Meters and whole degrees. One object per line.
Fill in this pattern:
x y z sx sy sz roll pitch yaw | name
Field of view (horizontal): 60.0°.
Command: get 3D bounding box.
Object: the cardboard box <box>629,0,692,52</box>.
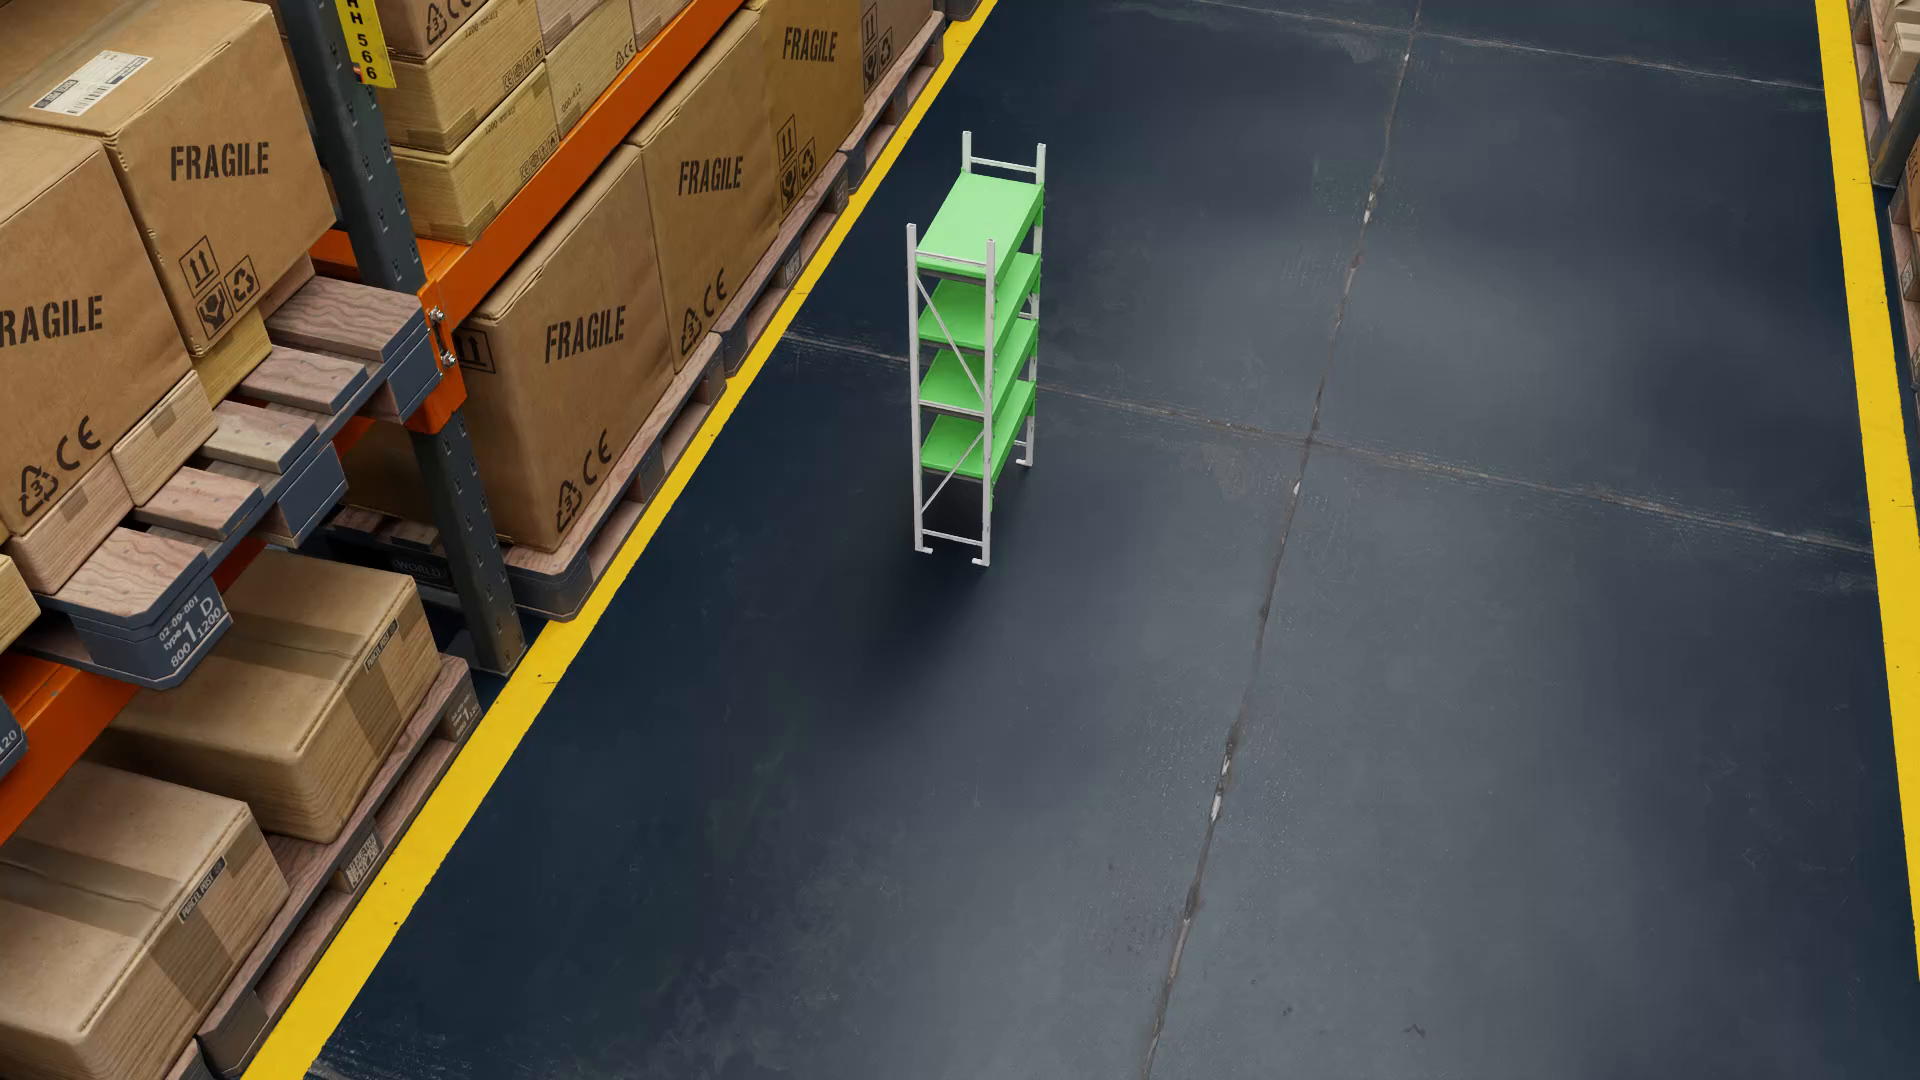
-1.081 -1.728 4.978 0.500 0.250 0.500 14 46 14 | cardboard box

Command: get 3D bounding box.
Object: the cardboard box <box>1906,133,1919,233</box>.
3.810 -1.413 6.036 0.500 0.500 0.500 14 46 14 | cardboard box

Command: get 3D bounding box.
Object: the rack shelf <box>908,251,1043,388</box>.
0.050 -0.665 4.820 0.258 0.148 0.480 13 46 13 | rack shelf

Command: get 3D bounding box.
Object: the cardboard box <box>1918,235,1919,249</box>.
3.658 -1.056 5.671 0.500 0.500 0.500 12 46 12 | cardboard box

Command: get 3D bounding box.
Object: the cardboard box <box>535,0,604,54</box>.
-1.226 -1.569 4.458 0.500 0.250 0.500 14 46 13 | cardboard box

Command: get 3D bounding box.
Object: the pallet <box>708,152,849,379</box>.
-1.090 -1.137 6.261 1.003 0.211 1.213 13 46 13 | pallet

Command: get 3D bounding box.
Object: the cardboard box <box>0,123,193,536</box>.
-1.791 -0.397 2.927 0.500 0.500 0.500 12 46 12 | cardboard box

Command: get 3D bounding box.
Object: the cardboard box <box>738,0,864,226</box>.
-0.938 -1.837 6.201 0.875 0.875 0.875 14 46 14 | cardboard box

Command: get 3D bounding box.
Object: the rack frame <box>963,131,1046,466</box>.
0.124 -0.702 5.109 0.240 1.200 0.015 13 46 13 | rack frame

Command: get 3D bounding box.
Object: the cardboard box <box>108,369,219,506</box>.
-1.693 -0.234 3.224 0.380 0.149 0.250 12 46 12 | cardboard box

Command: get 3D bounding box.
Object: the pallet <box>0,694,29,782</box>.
-2.332 0.583 2.647 1.003 0.211 1.213 13 46 13 | pallet

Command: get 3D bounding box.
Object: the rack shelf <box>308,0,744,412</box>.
-1.166 -1.890 5.551 1.077 0.370 4.000 13 46 13 | rack shelf

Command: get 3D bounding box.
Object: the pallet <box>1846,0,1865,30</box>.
4.748 -2.708 7.866 1.003 0.211 1.213 13 46 13 | pallet

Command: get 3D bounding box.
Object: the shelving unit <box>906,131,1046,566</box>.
0.050 -0.539 4.943 0.258 1.200 0.503 13 46 13 | shelving unit

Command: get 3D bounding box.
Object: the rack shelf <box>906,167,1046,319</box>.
0.050 -0.837 4.652 0.258 0.148 0.480 13 46 13 | rack shelf

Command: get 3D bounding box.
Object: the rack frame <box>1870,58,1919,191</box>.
4.171 -2.431 5.590 1.000 3.000 0.127 13 46 13 | rack frame

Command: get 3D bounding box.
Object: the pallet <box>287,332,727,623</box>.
-1.461 -0.327 5.433 1.003 0.211 1.213 13 46 13 | pallet

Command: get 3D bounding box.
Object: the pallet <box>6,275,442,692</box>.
-1.886 -0.248 3.495 1.213 0.211 1.003 13 46 13 | pallet

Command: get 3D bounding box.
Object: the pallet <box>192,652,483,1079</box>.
-2.010 0.703 4.380 1.003 0.211 1.213 13 46 13 | pallet

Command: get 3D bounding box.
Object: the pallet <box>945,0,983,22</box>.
-0.256 -2.974 8.138 1.003 0.211 1.213 13 46 13 | pallet

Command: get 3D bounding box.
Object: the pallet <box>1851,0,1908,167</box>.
4.380 -1.892 7.033 1.003 0.211 1.213 13 46 13 | pallet

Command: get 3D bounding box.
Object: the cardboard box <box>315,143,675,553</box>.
-1.484 -0.647 4.986 0.875 0.875 0.875 12 46 12 | cardboard box

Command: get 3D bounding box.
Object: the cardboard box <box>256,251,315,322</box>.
-1.647 -0.606 3.604 0.380 0.149 0.250 14 46 14 | cardboard box

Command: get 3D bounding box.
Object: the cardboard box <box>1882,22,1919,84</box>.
4.060 -1.996 6.883 0.380 0.149 0.250 11 45 11 | cardboard box

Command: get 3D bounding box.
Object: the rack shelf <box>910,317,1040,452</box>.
0.050 -0.494 4.988 0.258 0.148 0.480 13 46 13 | rack shelf

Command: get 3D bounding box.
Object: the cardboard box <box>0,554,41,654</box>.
-1.847 0.118 2.864 0.380 0.149 0.250 13 46 13 | cardboard box

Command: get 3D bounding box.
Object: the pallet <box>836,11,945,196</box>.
-0.722 -1.953 7.095 1.003 0.211 1.213 13 46 13 | pallet

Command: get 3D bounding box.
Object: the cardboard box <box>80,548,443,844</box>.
-1.952 0.350 4.326 0.950 0.372 0.625 10 45 10 | cardboard box

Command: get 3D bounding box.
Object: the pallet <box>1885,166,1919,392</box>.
3.961 -0.884 6.003 1.003 0.211 1.213 13 46 13 | pallet

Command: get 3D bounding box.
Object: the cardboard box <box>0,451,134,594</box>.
-1.777 -0.068 3.054 0.380 0.149 0.250 11 45 11 | cardboard box

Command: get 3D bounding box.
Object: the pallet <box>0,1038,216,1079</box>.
-2.381 1.514 3.552 1.003 0.211 1.213 13 46 13 | pallet

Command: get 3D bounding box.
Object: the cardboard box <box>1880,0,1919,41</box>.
4.168 -2.276 7.085 0.396 0.266 0.258 14 46 14 | cardboard box

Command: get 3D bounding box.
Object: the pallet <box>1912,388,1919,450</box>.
3.593 -0.068 5.169 1.003 0.211 1.213 13 46 13 | pallet

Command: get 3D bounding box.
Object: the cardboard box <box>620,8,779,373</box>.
-1.209 -1.241 5.592 0.875 0.875 0.875 13 46 13 | cardboard box

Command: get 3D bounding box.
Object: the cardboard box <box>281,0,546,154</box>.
-1.383 -1.224 4.106 0.500 0.250 0.500 12 46 12 | cardboard box

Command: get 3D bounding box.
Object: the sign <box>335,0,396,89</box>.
-1.252 -1.091 3.449 0.100 0.325 0.005 13 46 13 | sign

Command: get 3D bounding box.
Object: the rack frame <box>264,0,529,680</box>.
-1.772 -0.814 3.937 1.000 3.000 0.127 13 46 13 | rack frame

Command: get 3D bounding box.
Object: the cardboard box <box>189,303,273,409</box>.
-1.659 -0.412 3.405 0.380 0.149 0.250 13 46 13 | cardboard box

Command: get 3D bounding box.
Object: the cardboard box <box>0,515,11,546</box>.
-1.942 -0.060 2.583 0.500 0.500 0.500 10 45 10 | cardboard box

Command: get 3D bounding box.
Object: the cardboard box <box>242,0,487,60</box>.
-1.389 -1.484 3.835 0.500 0.500 0.500 11 45 11 | cardboard box

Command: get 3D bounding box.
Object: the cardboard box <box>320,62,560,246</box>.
-1.384 -1.033 4.268 0.500 0.250 0.500 12 46 12 | cardboard box

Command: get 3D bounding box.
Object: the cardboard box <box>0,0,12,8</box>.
-2.129 -0.855 3.395 0.500 0.500 0.500 11 46 11 | cardboard box

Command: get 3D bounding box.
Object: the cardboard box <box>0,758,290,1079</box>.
-2.168 0.843 3.822 0.950 0.372 0.625 12 46 12 | cardboard box

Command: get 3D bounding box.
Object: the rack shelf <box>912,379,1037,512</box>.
0.050 -0.322 5.156 0.258 0.148 0.480 13 46 13 | rack shelf

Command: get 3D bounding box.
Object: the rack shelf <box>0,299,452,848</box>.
-2.378 0.776 2.826 1.077 0.370 4.000 13 46 13 | rack shelf

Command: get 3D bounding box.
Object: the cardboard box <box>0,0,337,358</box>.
-1.645 -0.744 3.281 0.500 0.500 0.500 11 46 11 | cardboard box

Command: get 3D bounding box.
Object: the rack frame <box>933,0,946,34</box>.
-0.561 -3.480 6.662 1.000 3.000 0.127 13 46 13 | rack frame

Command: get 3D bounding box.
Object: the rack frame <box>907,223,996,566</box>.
-0.024 -0.377 4.777 0.240 1.200 0.015 13 46 13 | rack frame

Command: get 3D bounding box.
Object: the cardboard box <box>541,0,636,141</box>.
-1.245 -1.379 4.622 0.500 0.250 0.500 11 46 11 | cardboard box

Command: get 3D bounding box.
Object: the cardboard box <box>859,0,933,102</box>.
-0.672 -2.440 6.818 0.875 0.875 0.875 14 46 14 | cardboard box
